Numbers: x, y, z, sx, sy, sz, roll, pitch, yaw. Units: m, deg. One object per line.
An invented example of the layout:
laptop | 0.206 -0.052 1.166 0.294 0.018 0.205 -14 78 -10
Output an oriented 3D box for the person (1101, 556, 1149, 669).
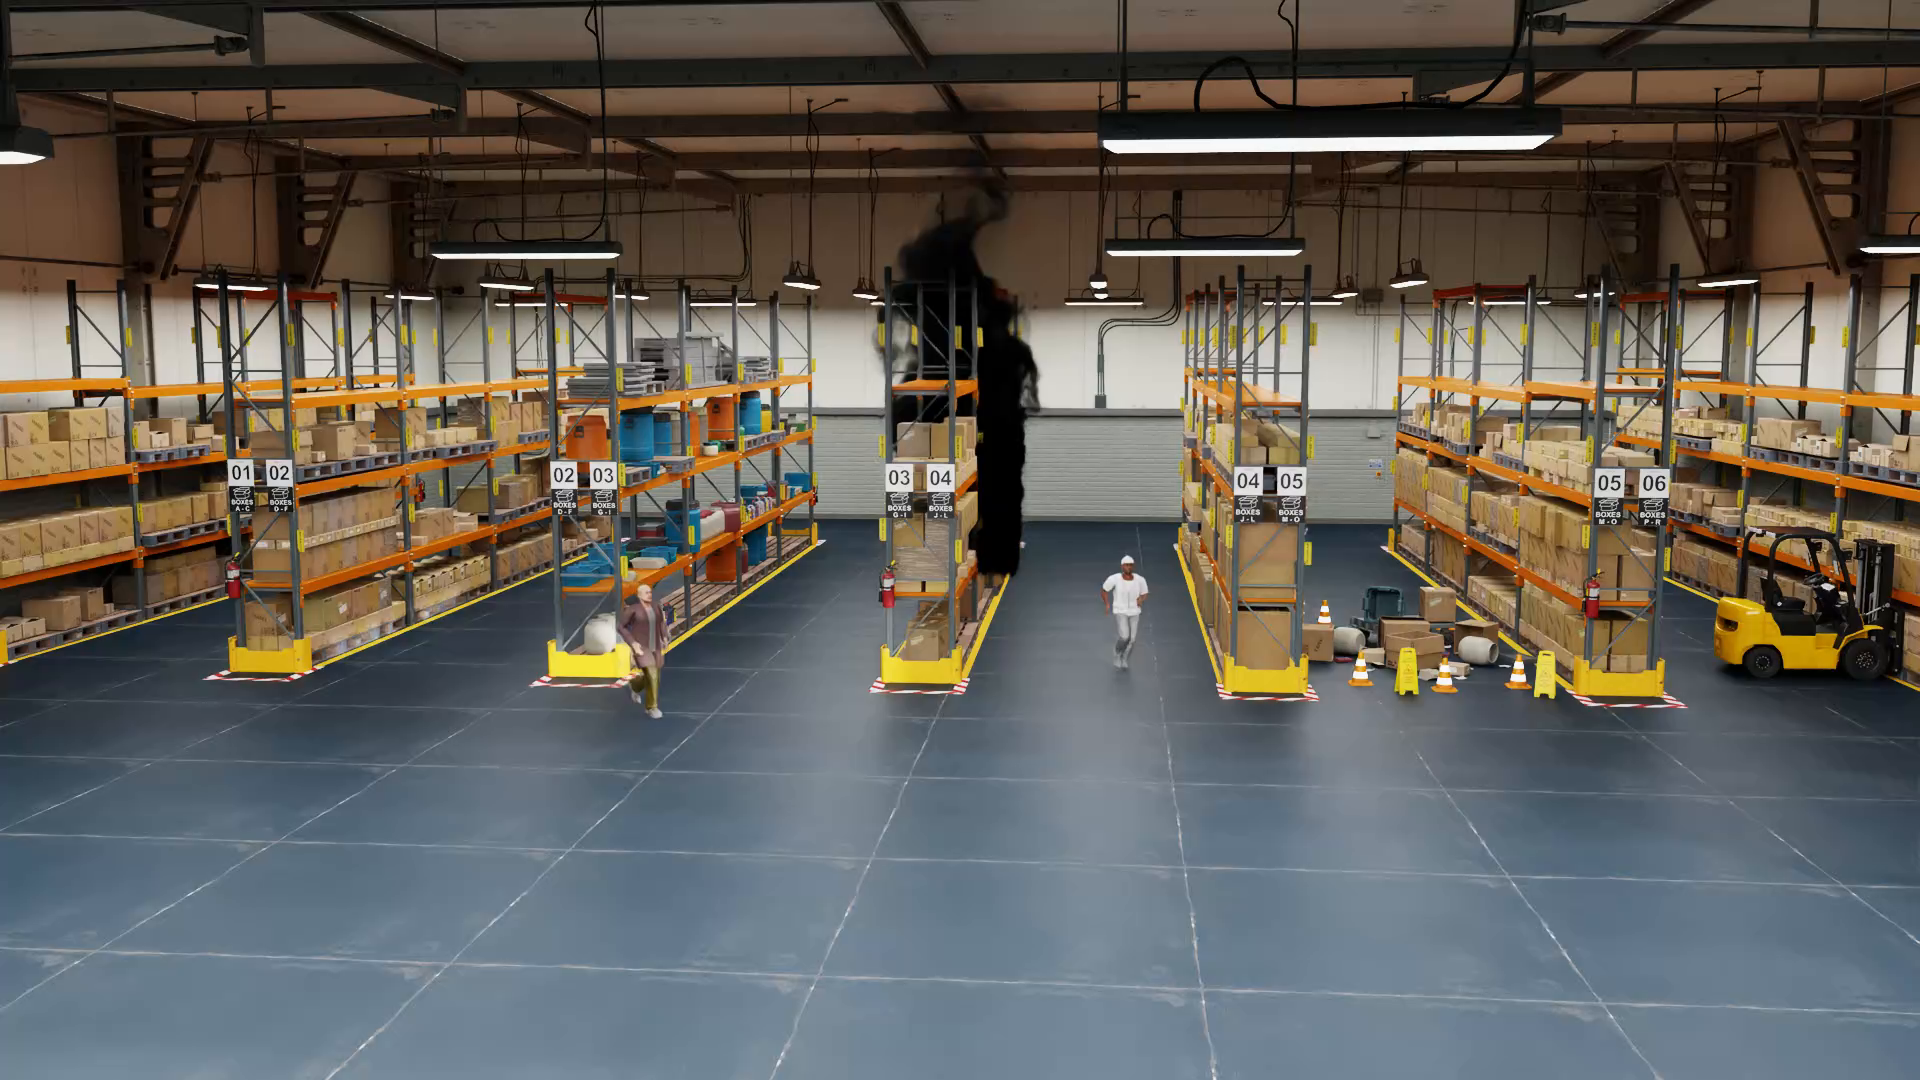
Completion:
person | 2.505 1.099 24.905 0.676 1.721 0.630 -1 7 -10

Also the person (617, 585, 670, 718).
person | -4.230 1.459 22.189 0.817 1.755 0.731 6 9 40
